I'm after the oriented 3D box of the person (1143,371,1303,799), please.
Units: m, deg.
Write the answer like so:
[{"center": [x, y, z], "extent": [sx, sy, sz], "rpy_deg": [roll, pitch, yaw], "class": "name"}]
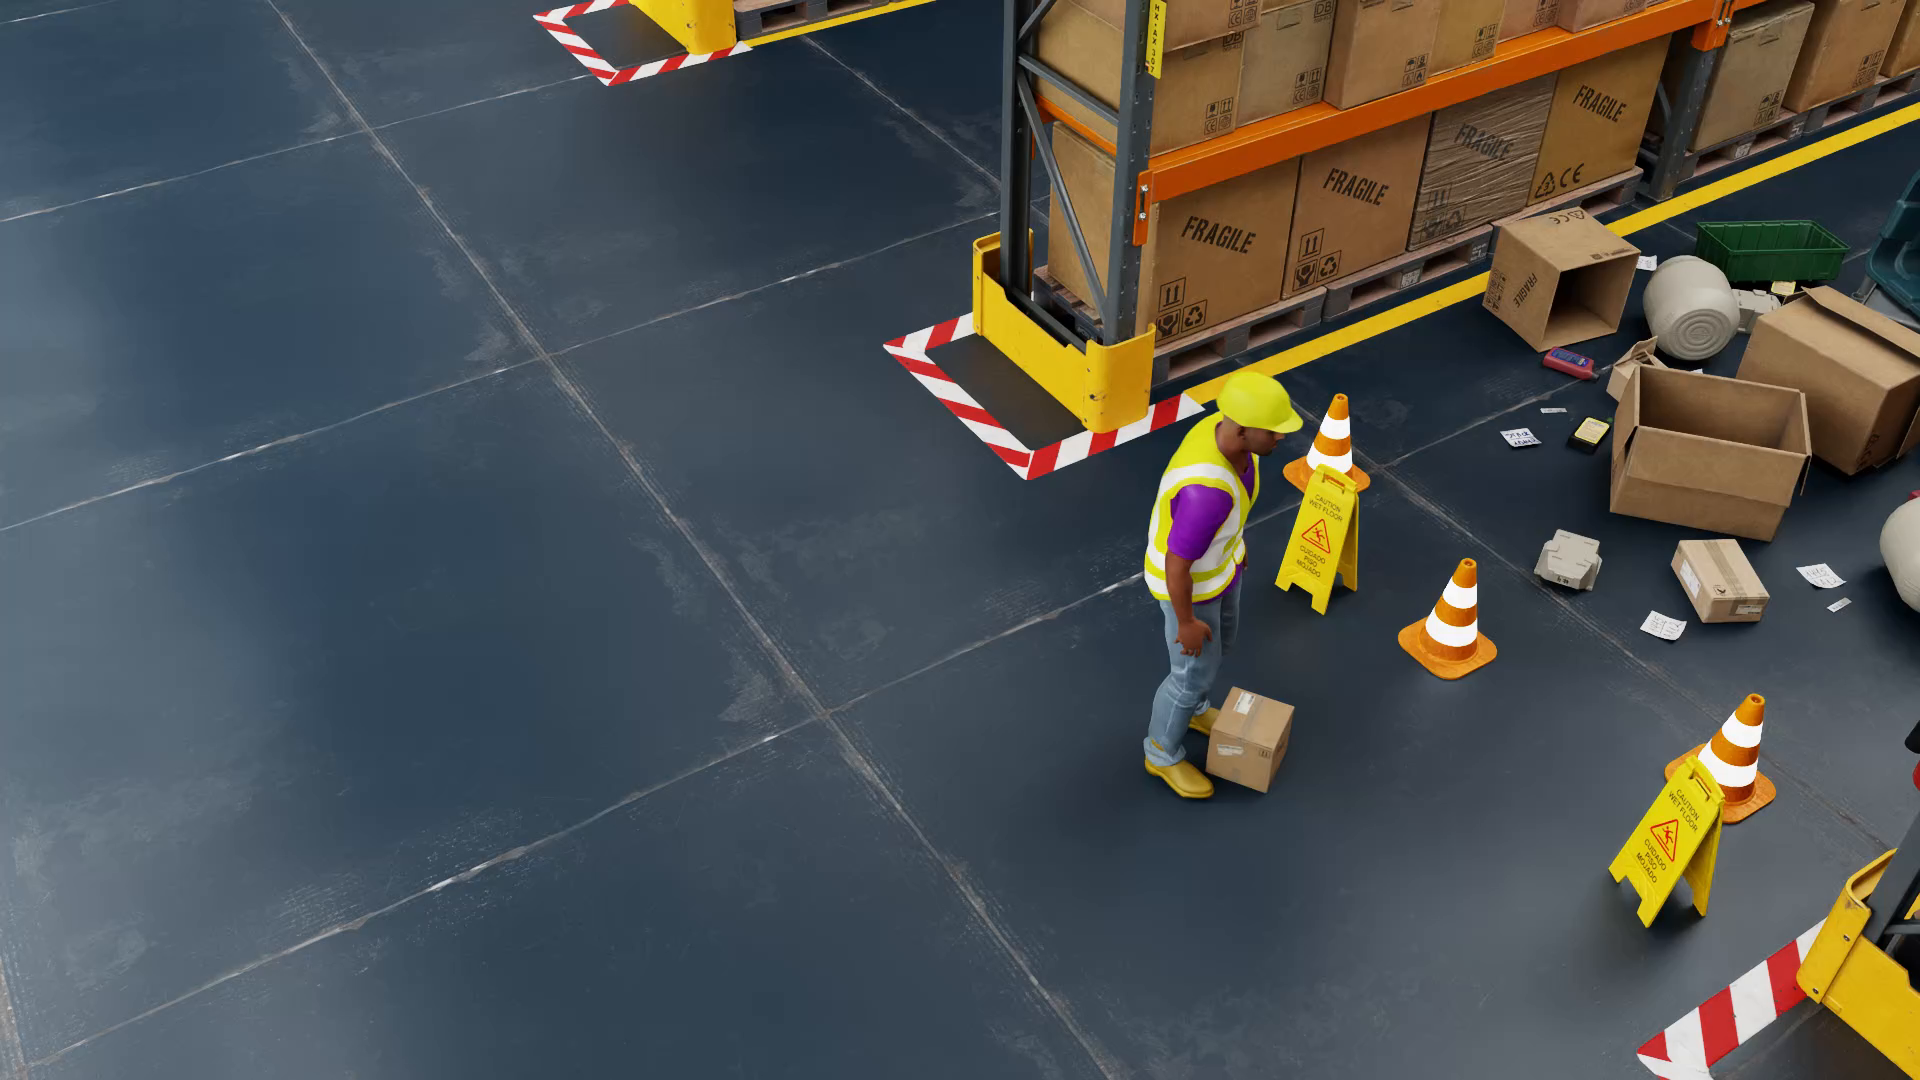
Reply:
[{"center": [0.904, 0.131, 5.991], "extent": [0.461, 1.759, 0.619], "rpy_deg": [17, 43, 19], "class": "person"}]
